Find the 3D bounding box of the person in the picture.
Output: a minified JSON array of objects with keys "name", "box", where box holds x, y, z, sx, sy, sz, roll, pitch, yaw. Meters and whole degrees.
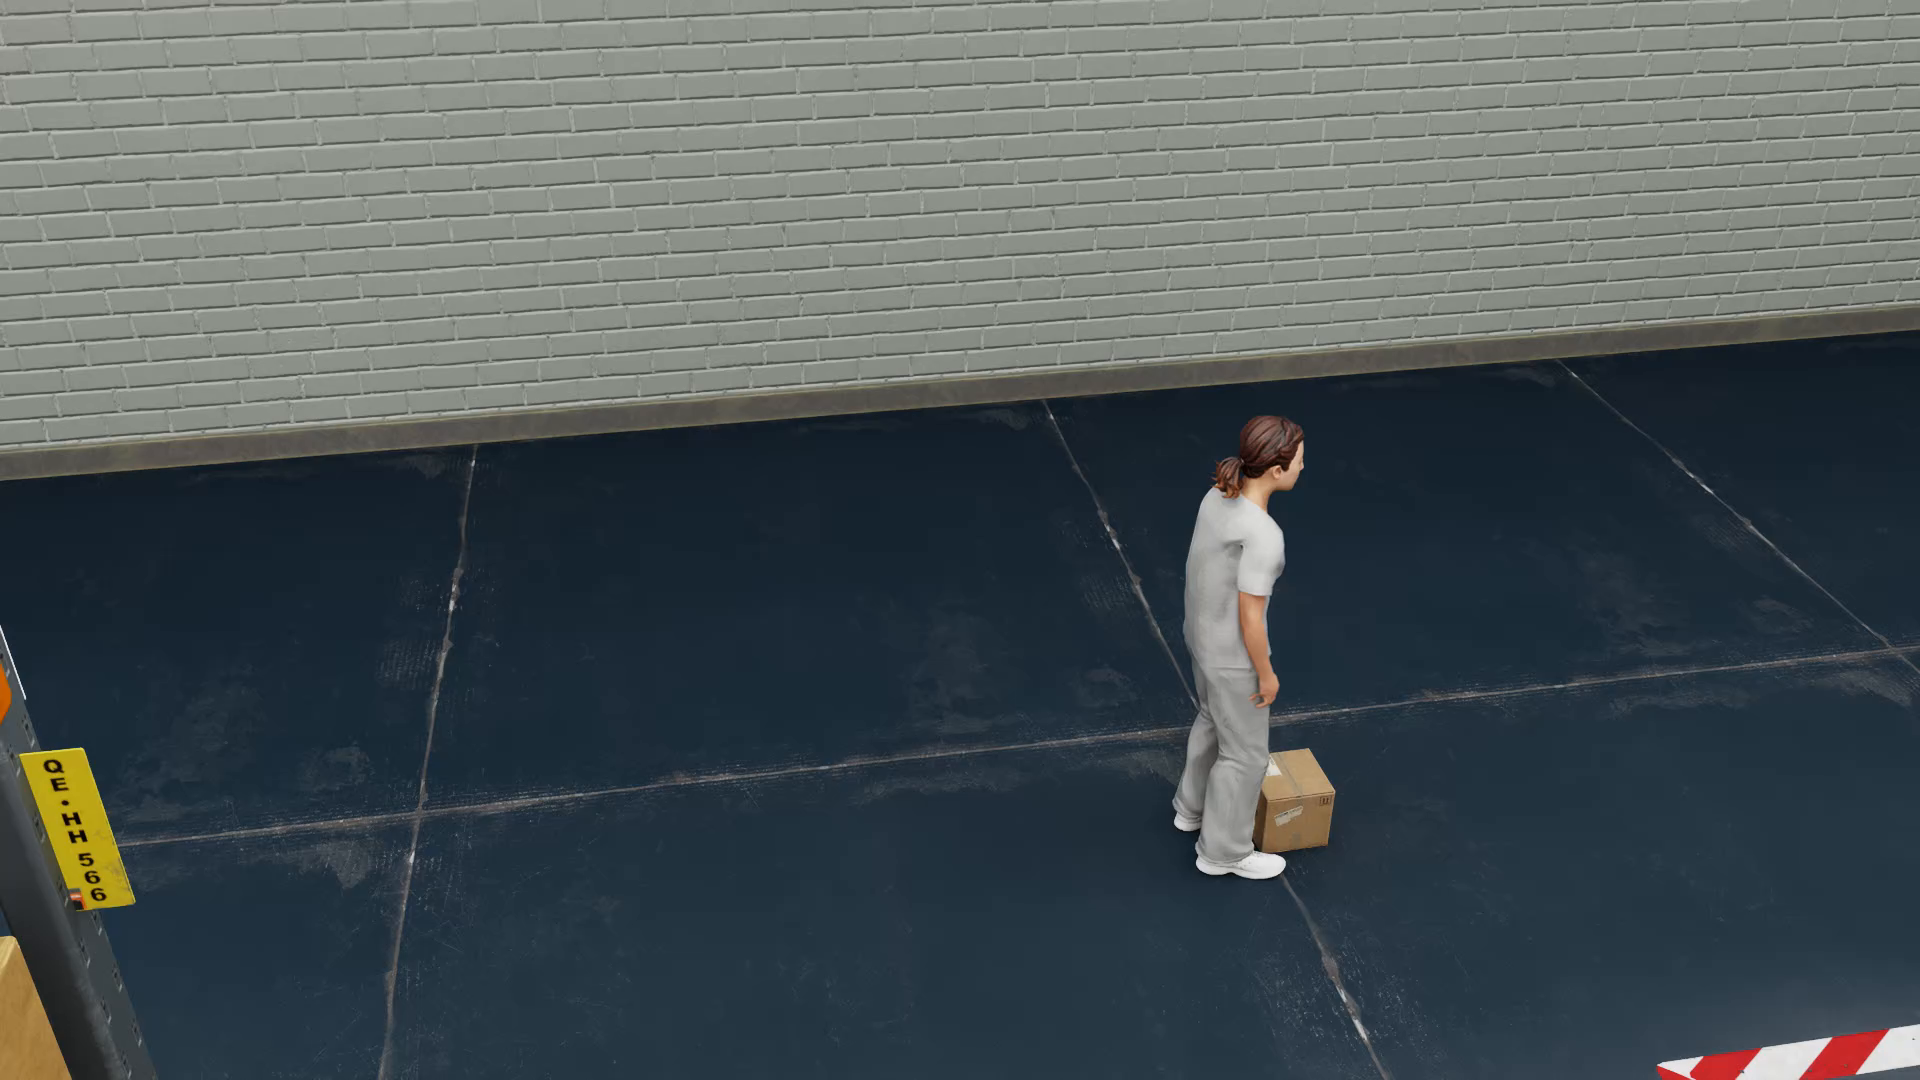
[{"name":"person","box":[0.923,0.353,5.541,0.357,1.672,0.485,-6,31,-9]}]
